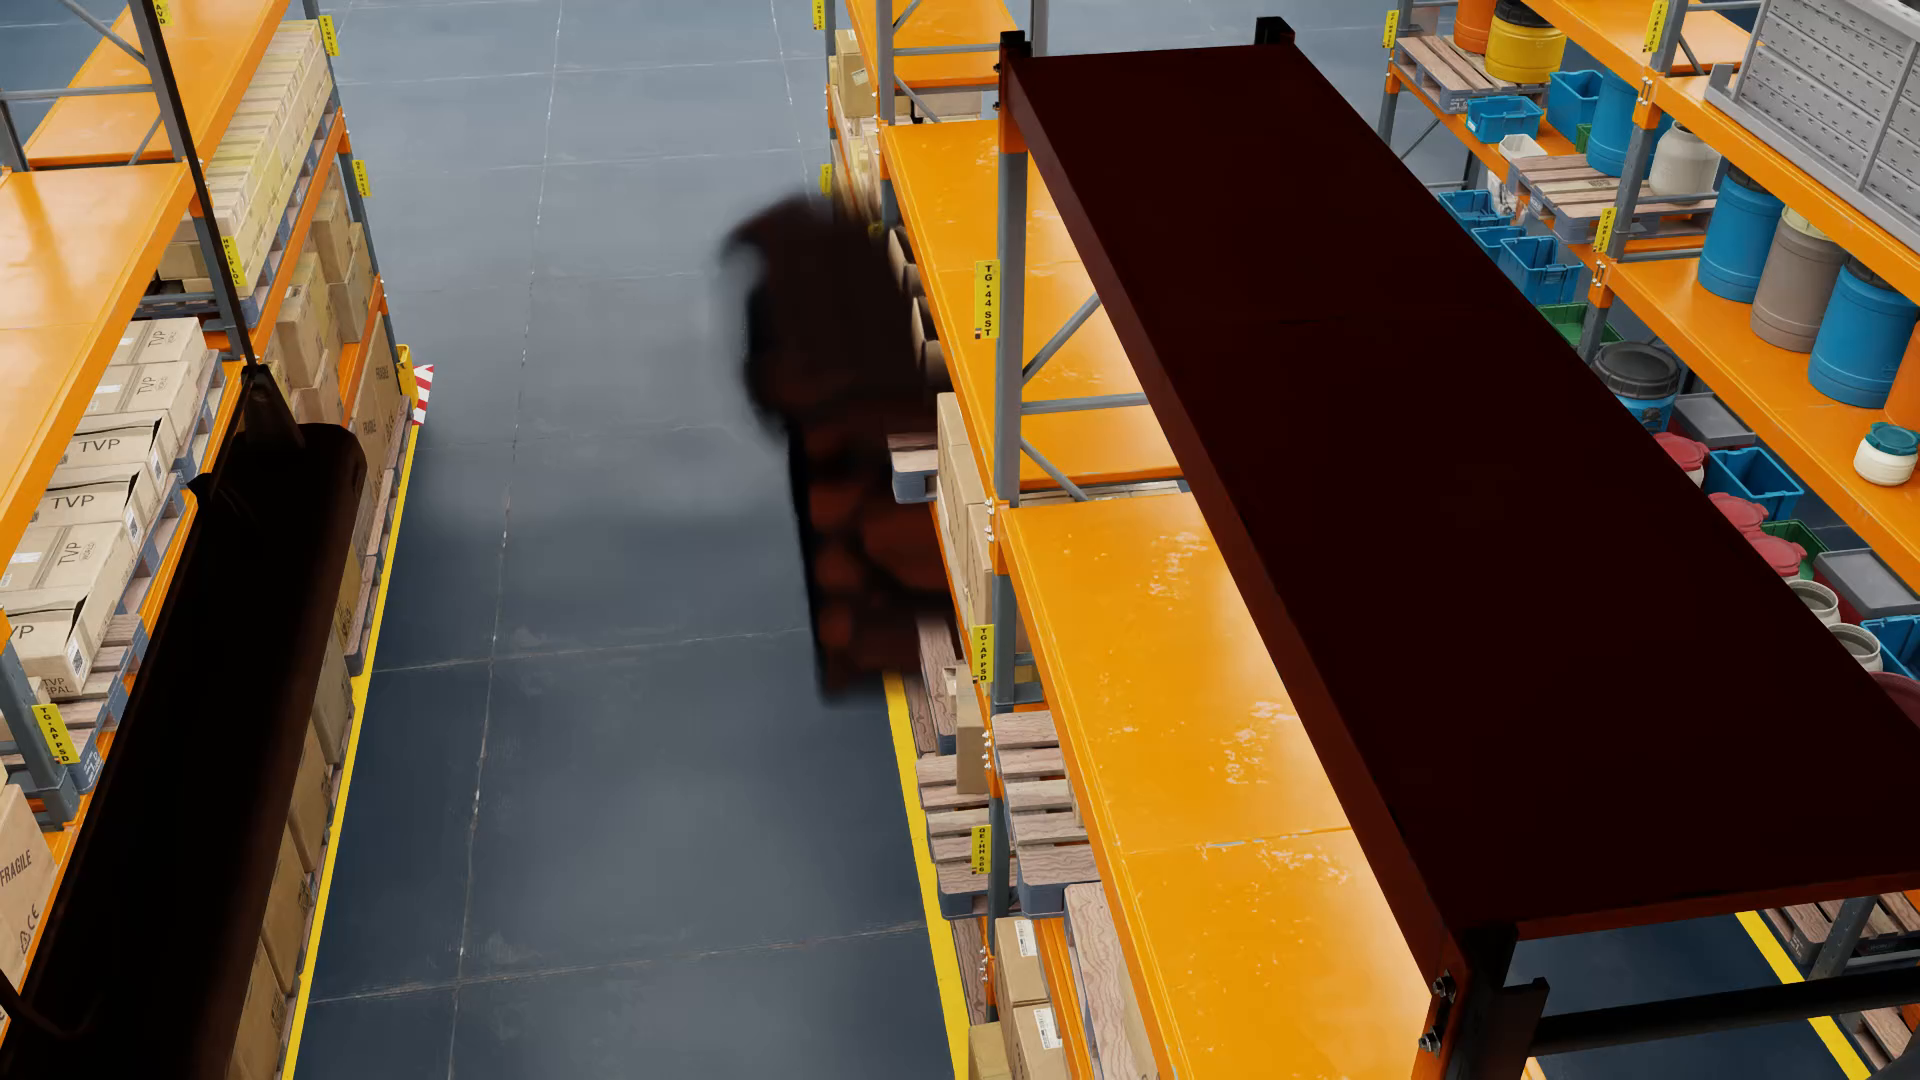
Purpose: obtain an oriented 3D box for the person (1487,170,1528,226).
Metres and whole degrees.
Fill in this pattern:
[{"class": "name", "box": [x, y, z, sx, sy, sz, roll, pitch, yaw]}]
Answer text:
[{"class": "person", "box": [5.370, -3.240, 16.509, 0.450, 1.702, 0.521, 0, 36, 0]}]
